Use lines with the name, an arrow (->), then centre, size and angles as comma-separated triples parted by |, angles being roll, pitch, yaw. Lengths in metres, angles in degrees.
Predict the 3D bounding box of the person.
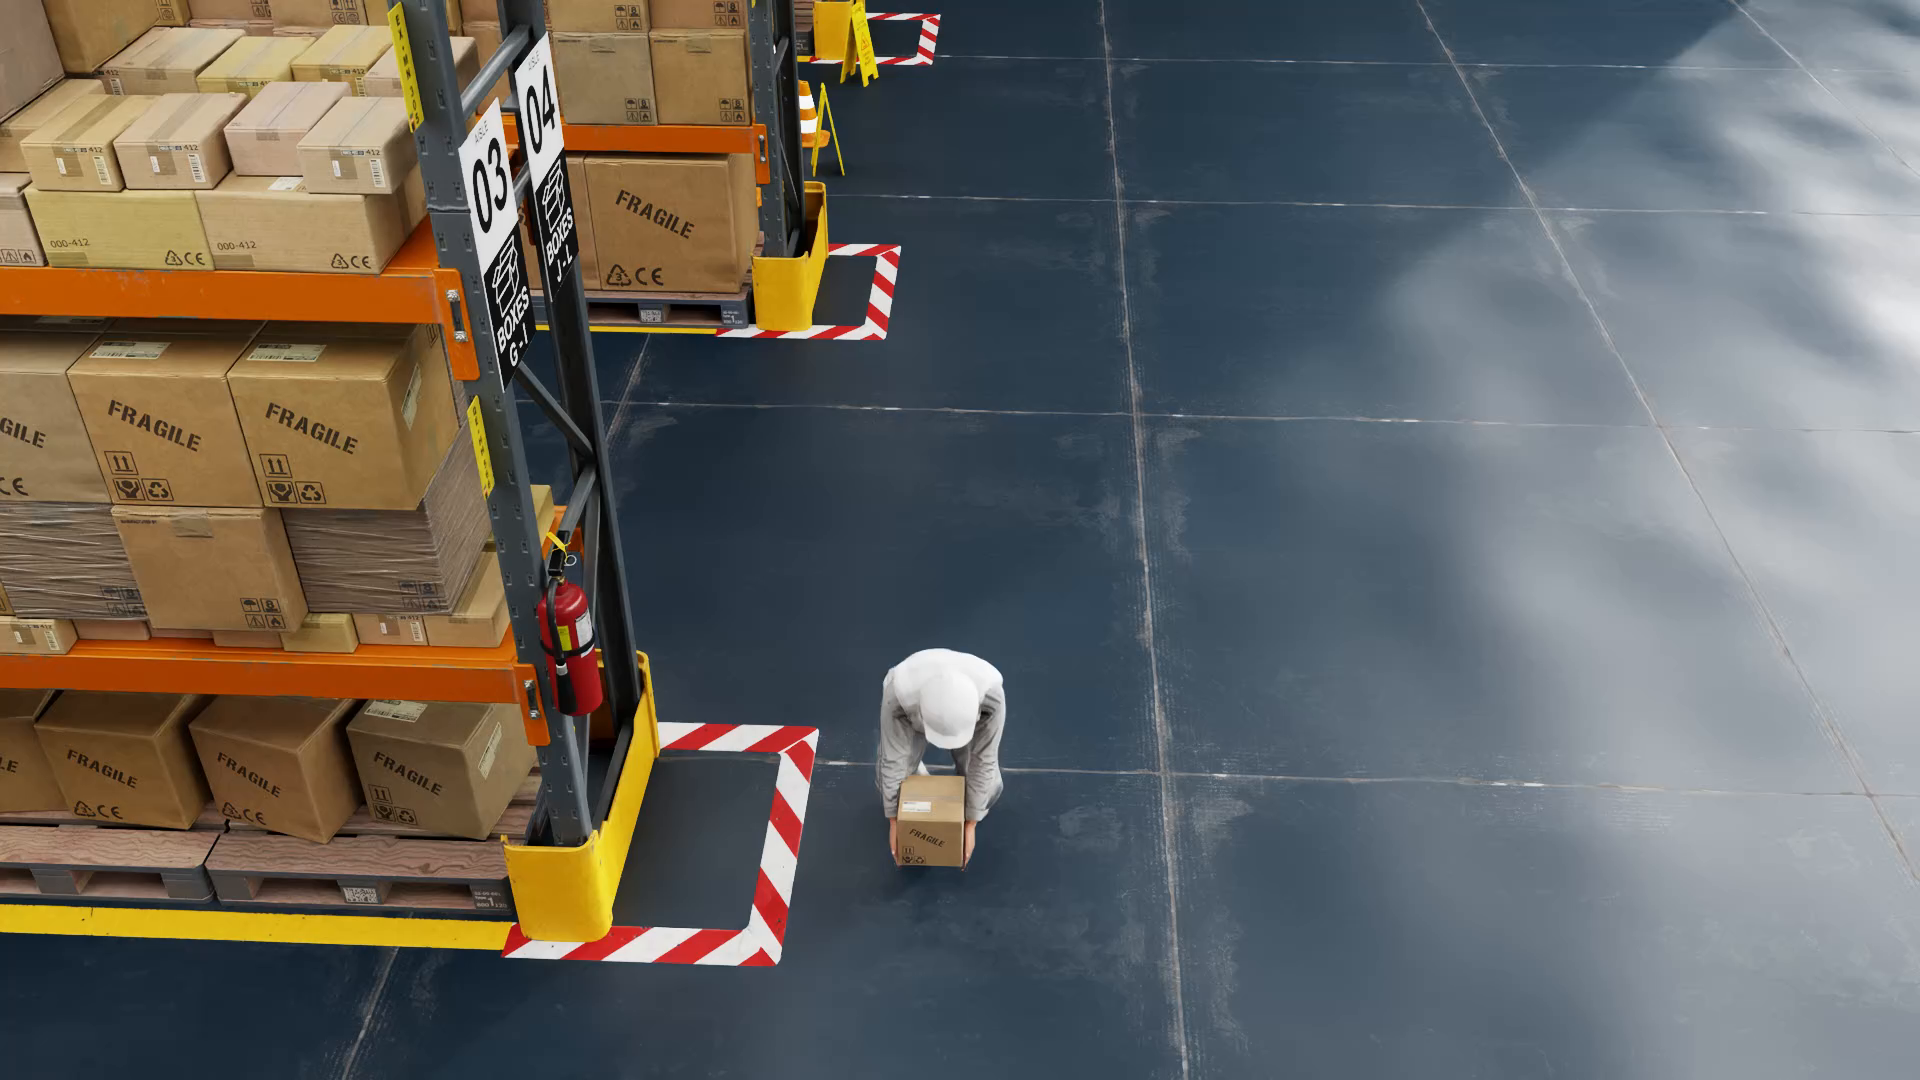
person -> -0.079, 0.772, 6.674 | 0.518, 1.018, 0.844 | 1, 35, 1
